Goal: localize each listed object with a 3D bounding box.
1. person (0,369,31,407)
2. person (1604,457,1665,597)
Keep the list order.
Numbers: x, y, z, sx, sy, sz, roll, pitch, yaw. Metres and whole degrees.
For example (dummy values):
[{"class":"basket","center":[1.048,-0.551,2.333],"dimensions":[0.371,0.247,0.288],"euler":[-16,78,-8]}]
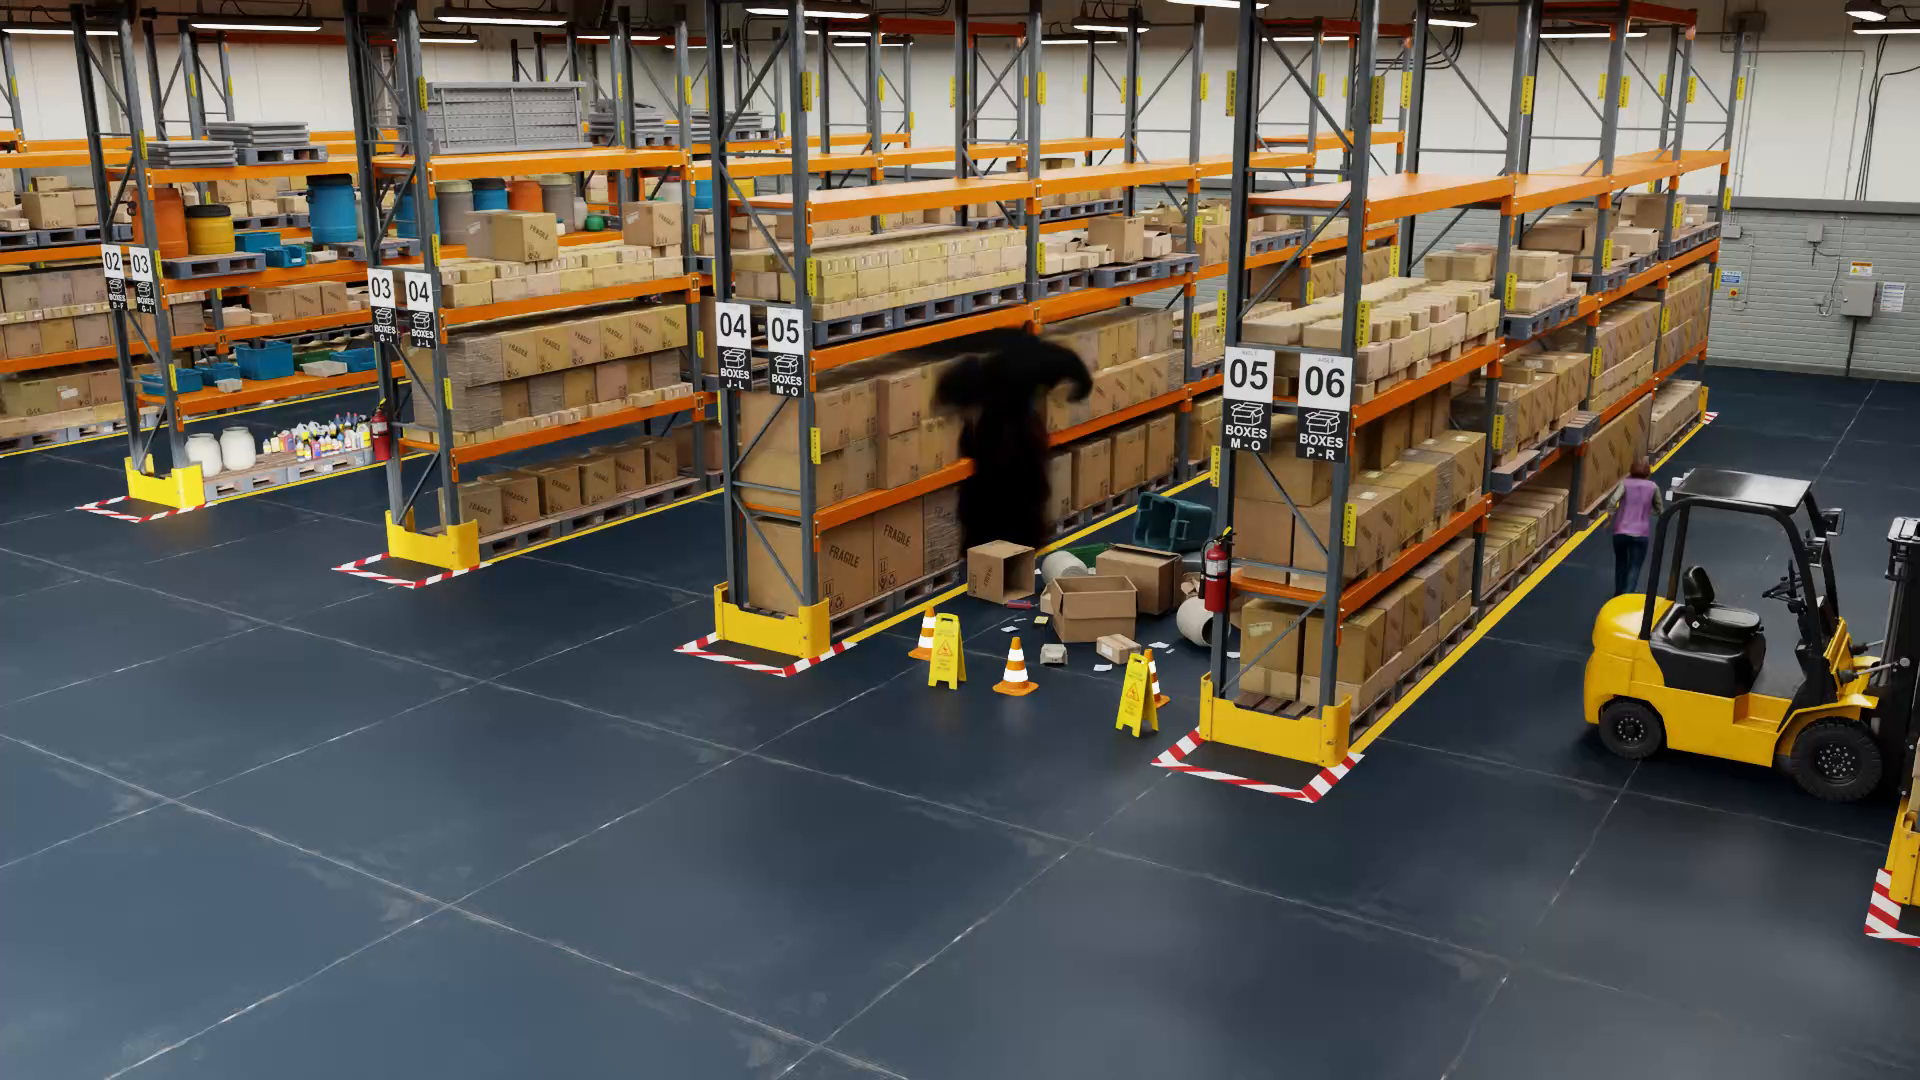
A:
[{"class":"person","center":[-14.625,-2.695,25.821],"dimensions":[0.754,1.742,1.094],"euler":[5,16,18]},{"class":"person","center":[6.594,-0.011,16.335],"dimensions":[0.530,1.565,0.896],"euler":[8,17,26]}]
